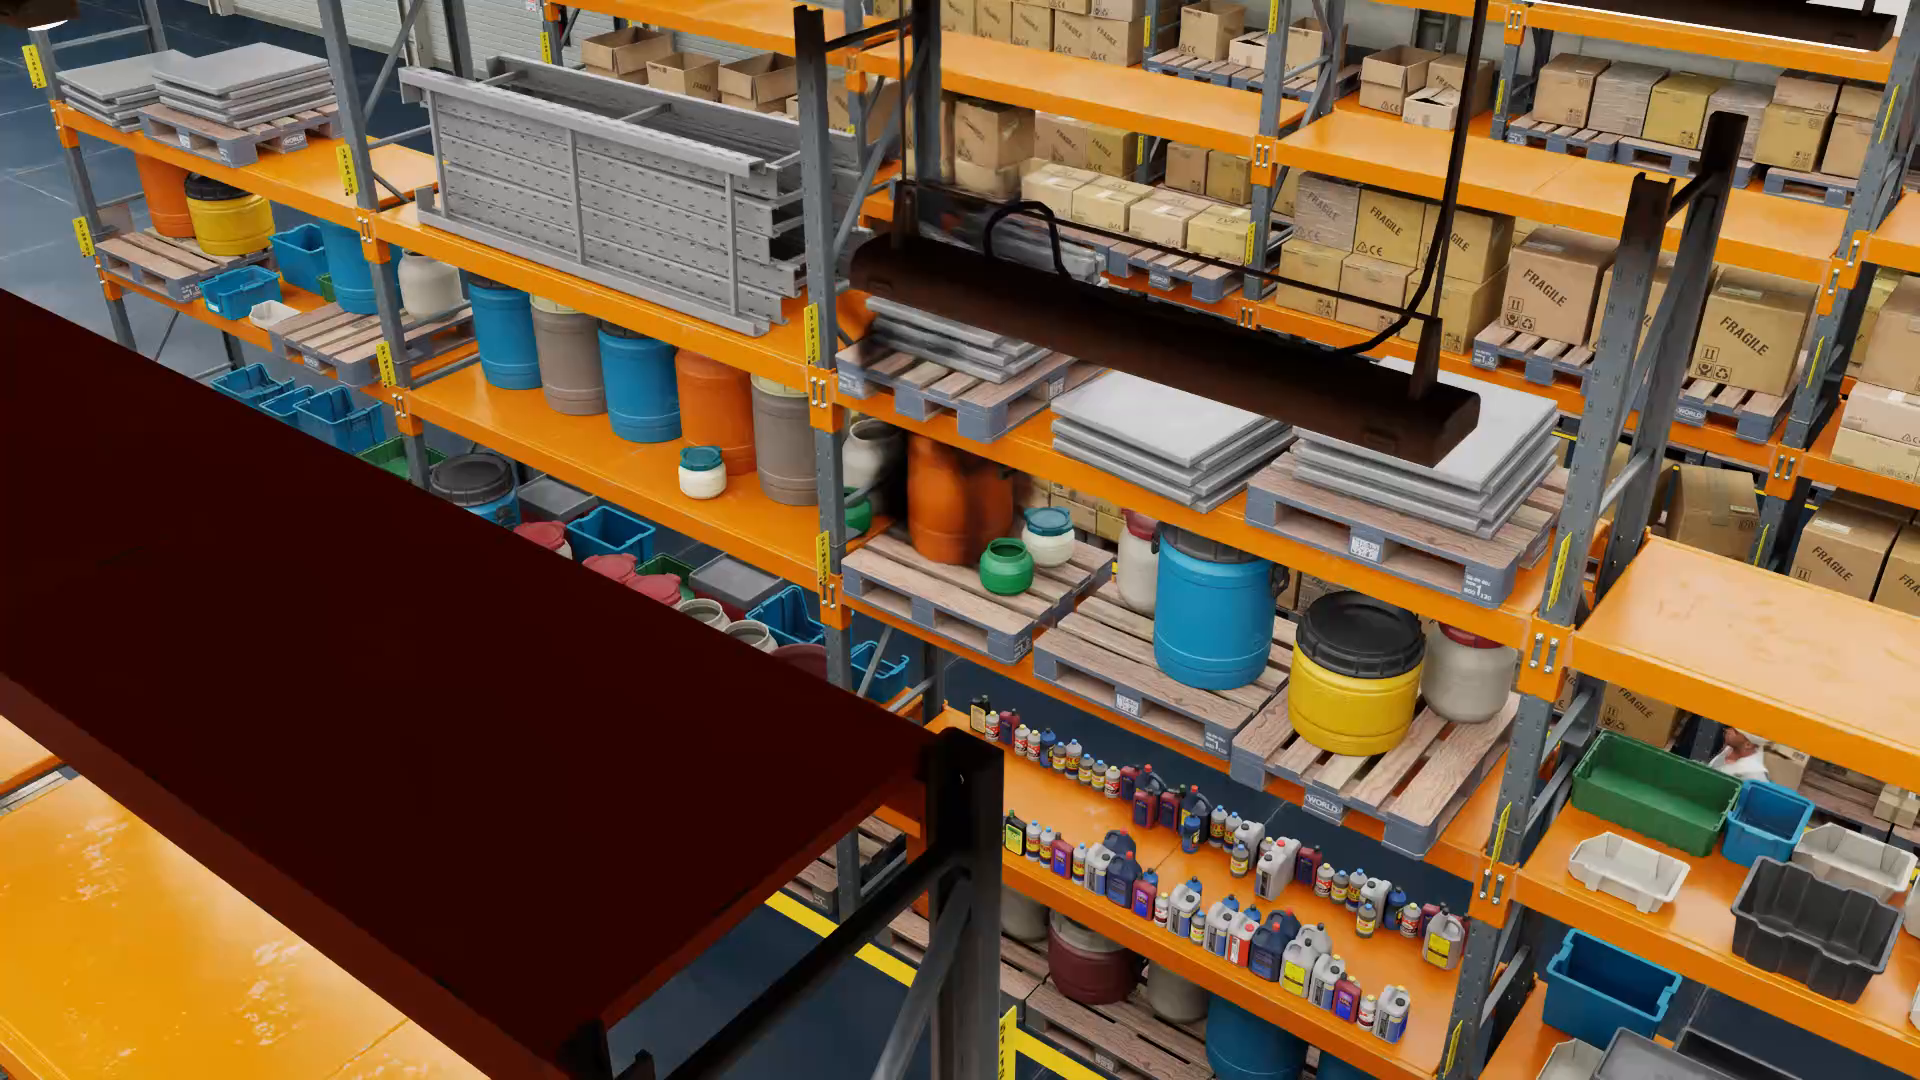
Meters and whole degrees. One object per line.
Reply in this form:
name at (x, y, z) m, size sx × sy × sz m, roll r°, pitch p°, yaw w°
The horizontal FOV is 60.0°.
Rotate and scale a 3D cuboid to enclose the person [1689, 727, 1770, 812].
person at (4.852, 1.814, 10.560) m, size 1.008 × 1.778 × 0.648 m, roll 14°, pitch 34°, yaw 22°
